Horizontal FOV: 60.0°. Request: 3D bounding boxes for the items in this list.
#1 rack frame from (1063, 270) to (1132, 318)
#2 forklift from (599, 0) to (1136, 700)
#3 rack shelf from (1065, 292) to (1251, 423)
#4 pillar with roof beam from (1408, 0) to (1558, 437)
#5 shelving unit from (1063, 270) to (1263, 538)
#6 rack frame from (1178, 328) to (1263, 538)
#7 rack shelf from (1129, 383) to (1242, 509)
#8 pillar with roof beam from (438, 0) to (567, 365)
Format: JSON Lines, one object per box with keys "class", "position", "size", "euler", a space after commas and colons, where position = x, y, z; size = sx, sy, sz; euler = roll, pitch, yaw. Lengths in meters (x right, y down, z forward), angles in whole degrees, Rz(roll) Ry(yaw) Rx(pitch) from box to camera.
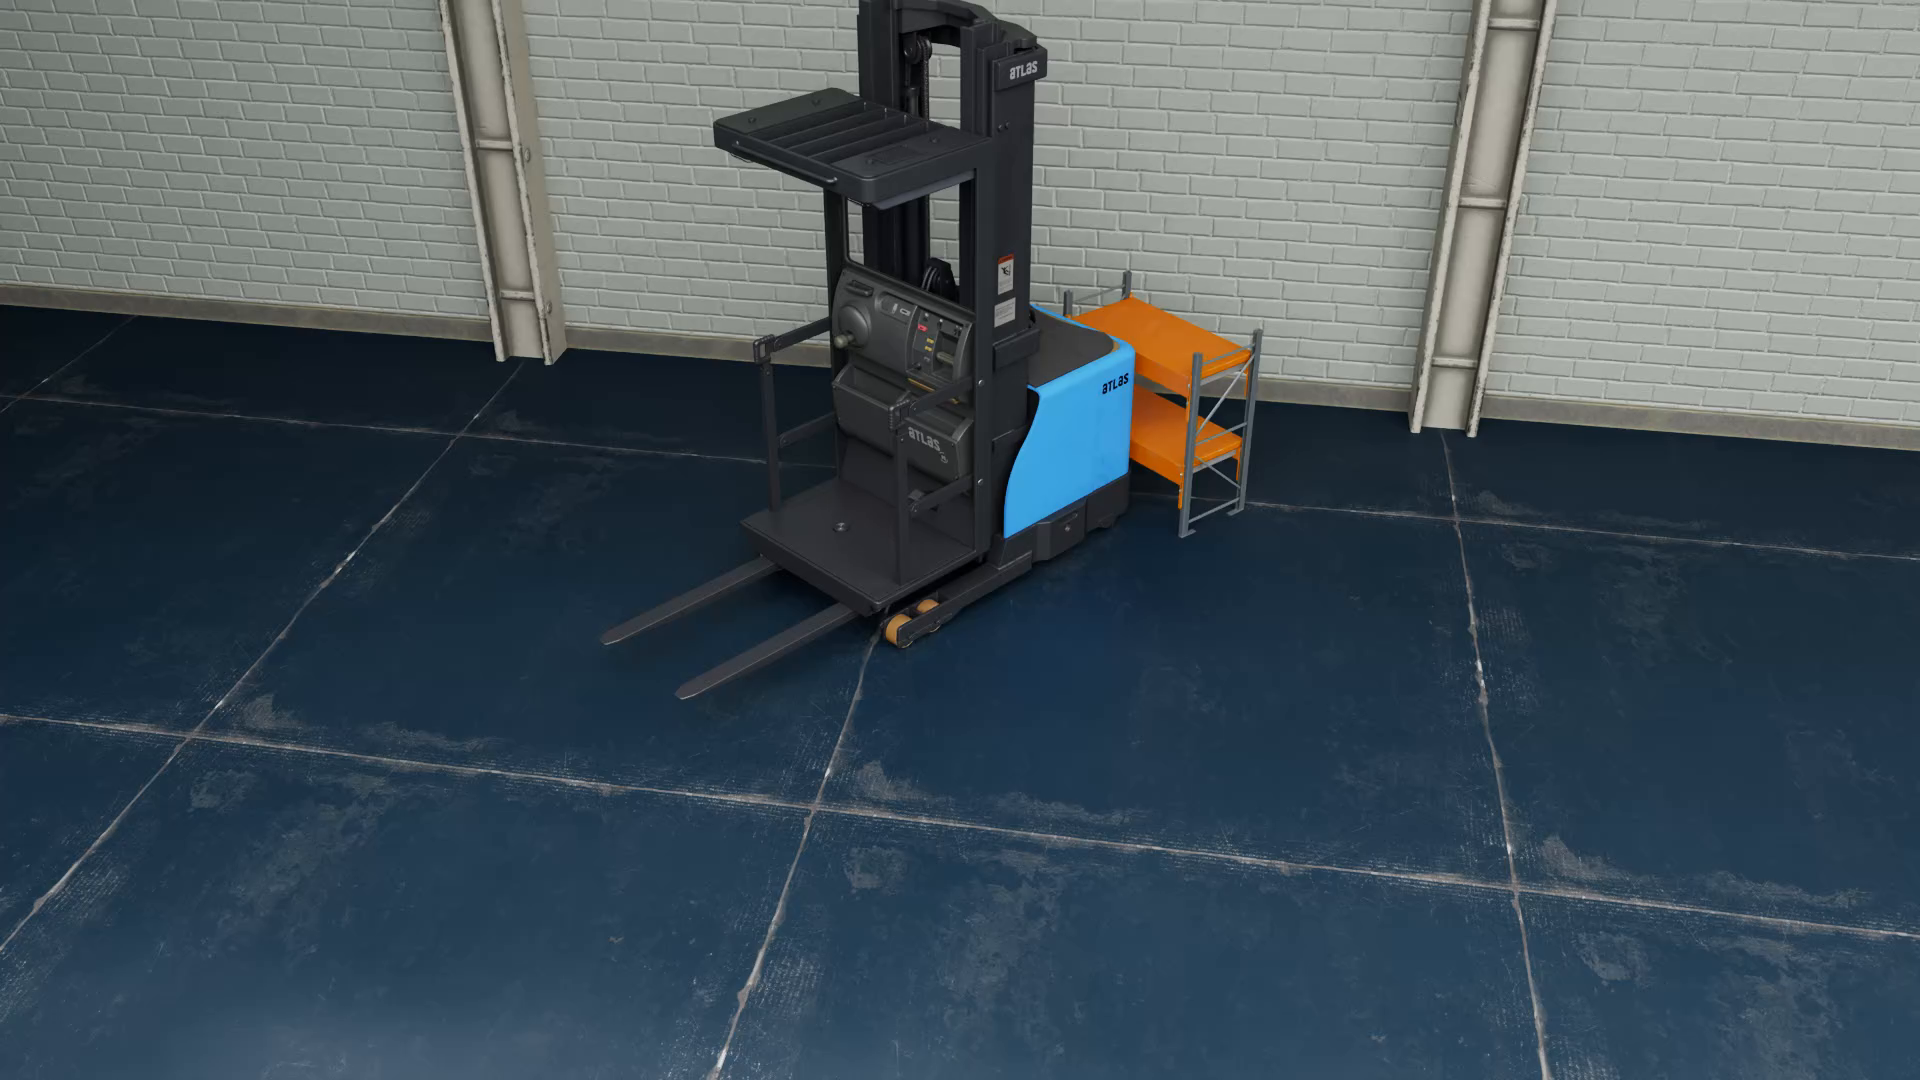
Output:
{"class": "rack frame", "position": [0.789, -0.997, 9.782], "size": [0.500, 1.125, 0.032], "euler": [-23, 39, -32]}
{"class": "forklift", "position": [-0.443, -1.009, 8.100], "size": [3.031, 2.935, 1.130], "euler": [-28, 41, -37]}
{"class": "rack shelf", "position": [1.106, -1.034, 9.290], "size": [0.538, 0.278, 1.000], "euler": [-23, 39, -32]}
{"class": "pillar with roof beam", "position": [2.293, -2.295, 4.436], "size": [0.400, 9.000, 9.100], "euler": [5, 32, 8]}
{"class": "shelving unit", "position": [1.106, -0.786, 9.445], "size": [0.538, 1.125, 1.048], "euler": [-23, 39, -32]}
{"class": "rack frame", "position": [1.423, -0.575, 9.109], "size": [0.500, 1.125, 0.032], "euler": [-23, 39, -32]}
{"class": "rack shelf", "position": [1.106, -0.579, 9.575], "size": [0.538, 0.278, 1.000], "euler": [-23, 39, -32]}
{"class": "pillar with roof beam", "position": [-3.621, -2.831, 5.291], "size": [0.400, 9.000, 9.100], "euler": [5, 32, 8]}
